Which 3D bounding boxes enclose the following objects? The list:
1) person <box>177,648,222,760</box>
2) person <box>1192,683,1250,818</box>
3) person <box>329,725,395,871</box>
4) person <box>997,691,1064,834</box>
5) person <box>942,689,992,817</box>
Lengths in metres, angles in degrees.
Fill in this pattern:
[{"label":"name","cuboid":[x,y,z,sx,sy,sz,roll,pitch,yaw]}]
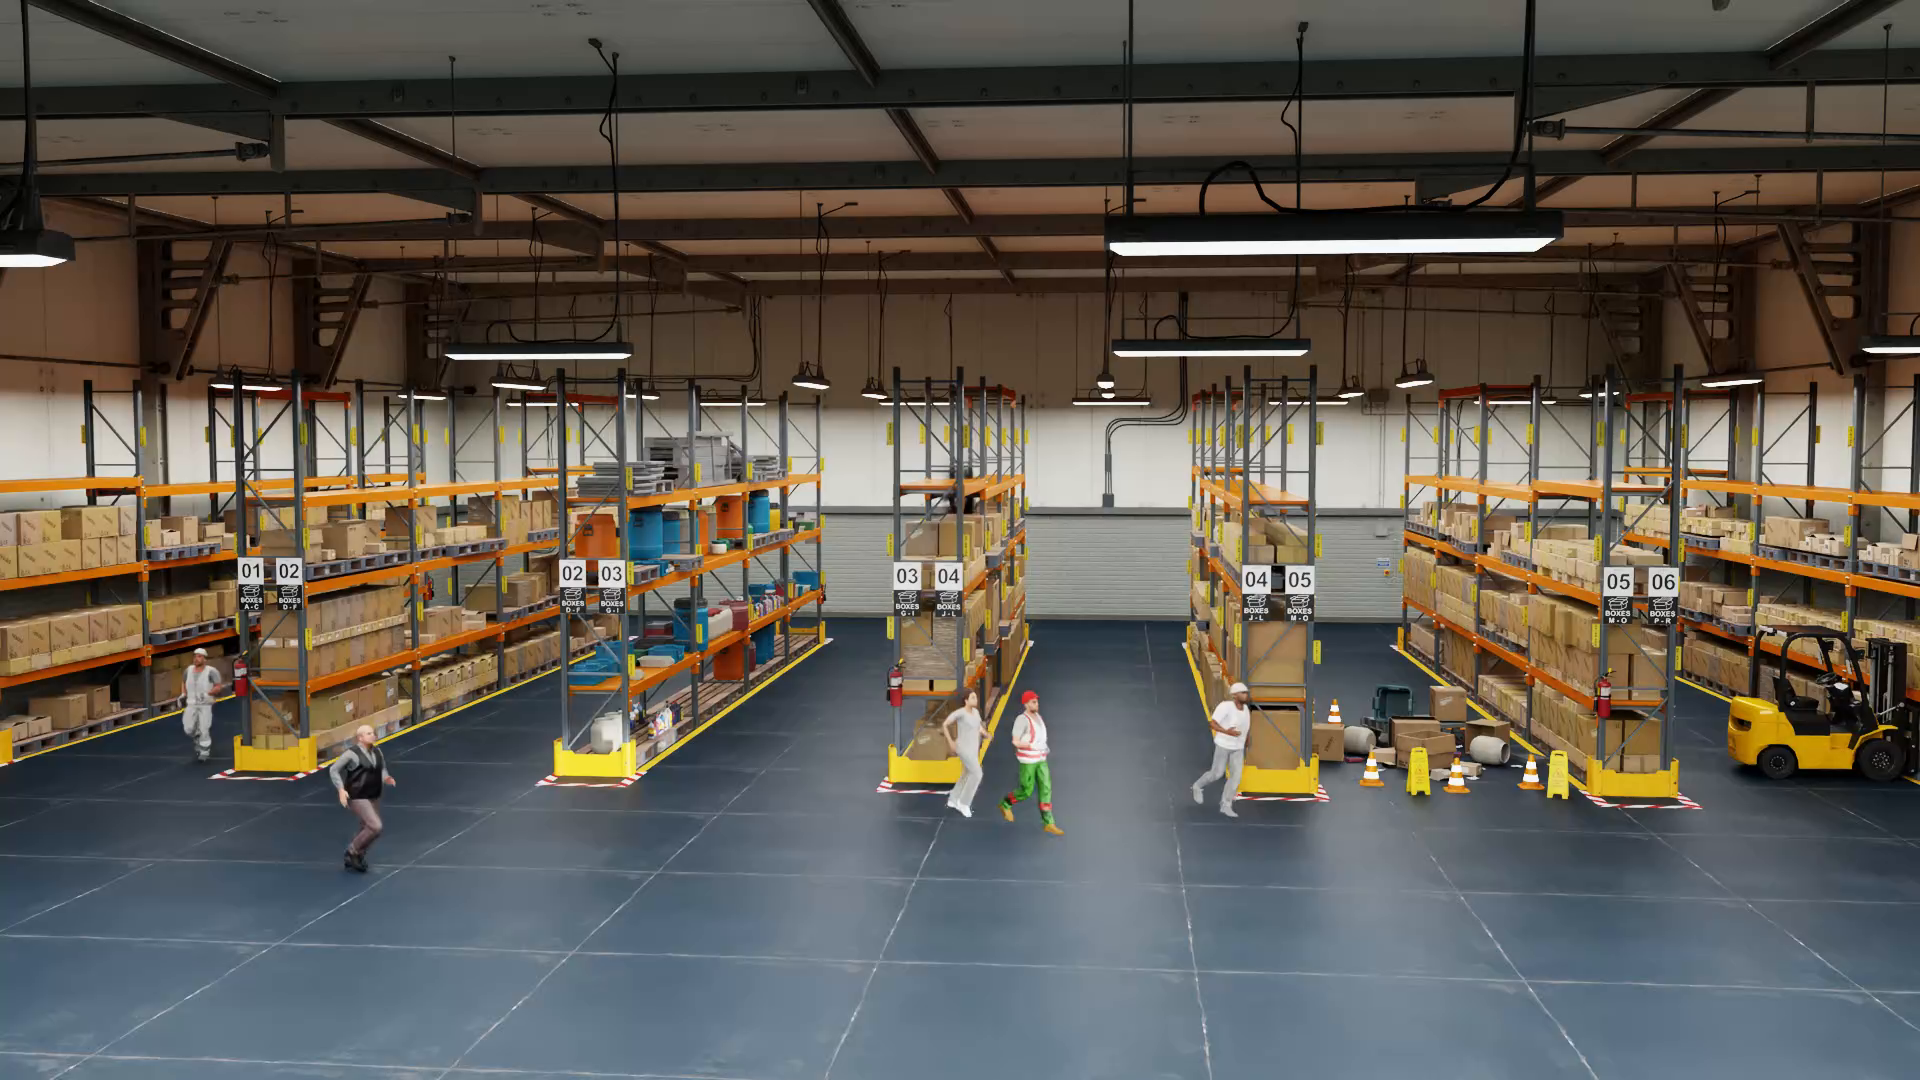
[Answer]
[{"label":"person","cuboid":[-11.728,2.539,25.616,0.656,1.739,0.587,0,4,-4]},{"label":"person","cuboid":[3.622,2.763,22.249,0.707,1.728,0.924,-2,4,-28]},{"label":"person","cuboid":[-6.808,2.959,19.066,0.733,1.677,0.630,1,4,21]},{"label":"person","cuboid":[0.899,2.786,20.974,0.985,1.776,0.654,3,5,40]},{"label":"person","cuboid":[0.101,2.818,21.982,0.702,1.708,0.579,2,4,34]}]
